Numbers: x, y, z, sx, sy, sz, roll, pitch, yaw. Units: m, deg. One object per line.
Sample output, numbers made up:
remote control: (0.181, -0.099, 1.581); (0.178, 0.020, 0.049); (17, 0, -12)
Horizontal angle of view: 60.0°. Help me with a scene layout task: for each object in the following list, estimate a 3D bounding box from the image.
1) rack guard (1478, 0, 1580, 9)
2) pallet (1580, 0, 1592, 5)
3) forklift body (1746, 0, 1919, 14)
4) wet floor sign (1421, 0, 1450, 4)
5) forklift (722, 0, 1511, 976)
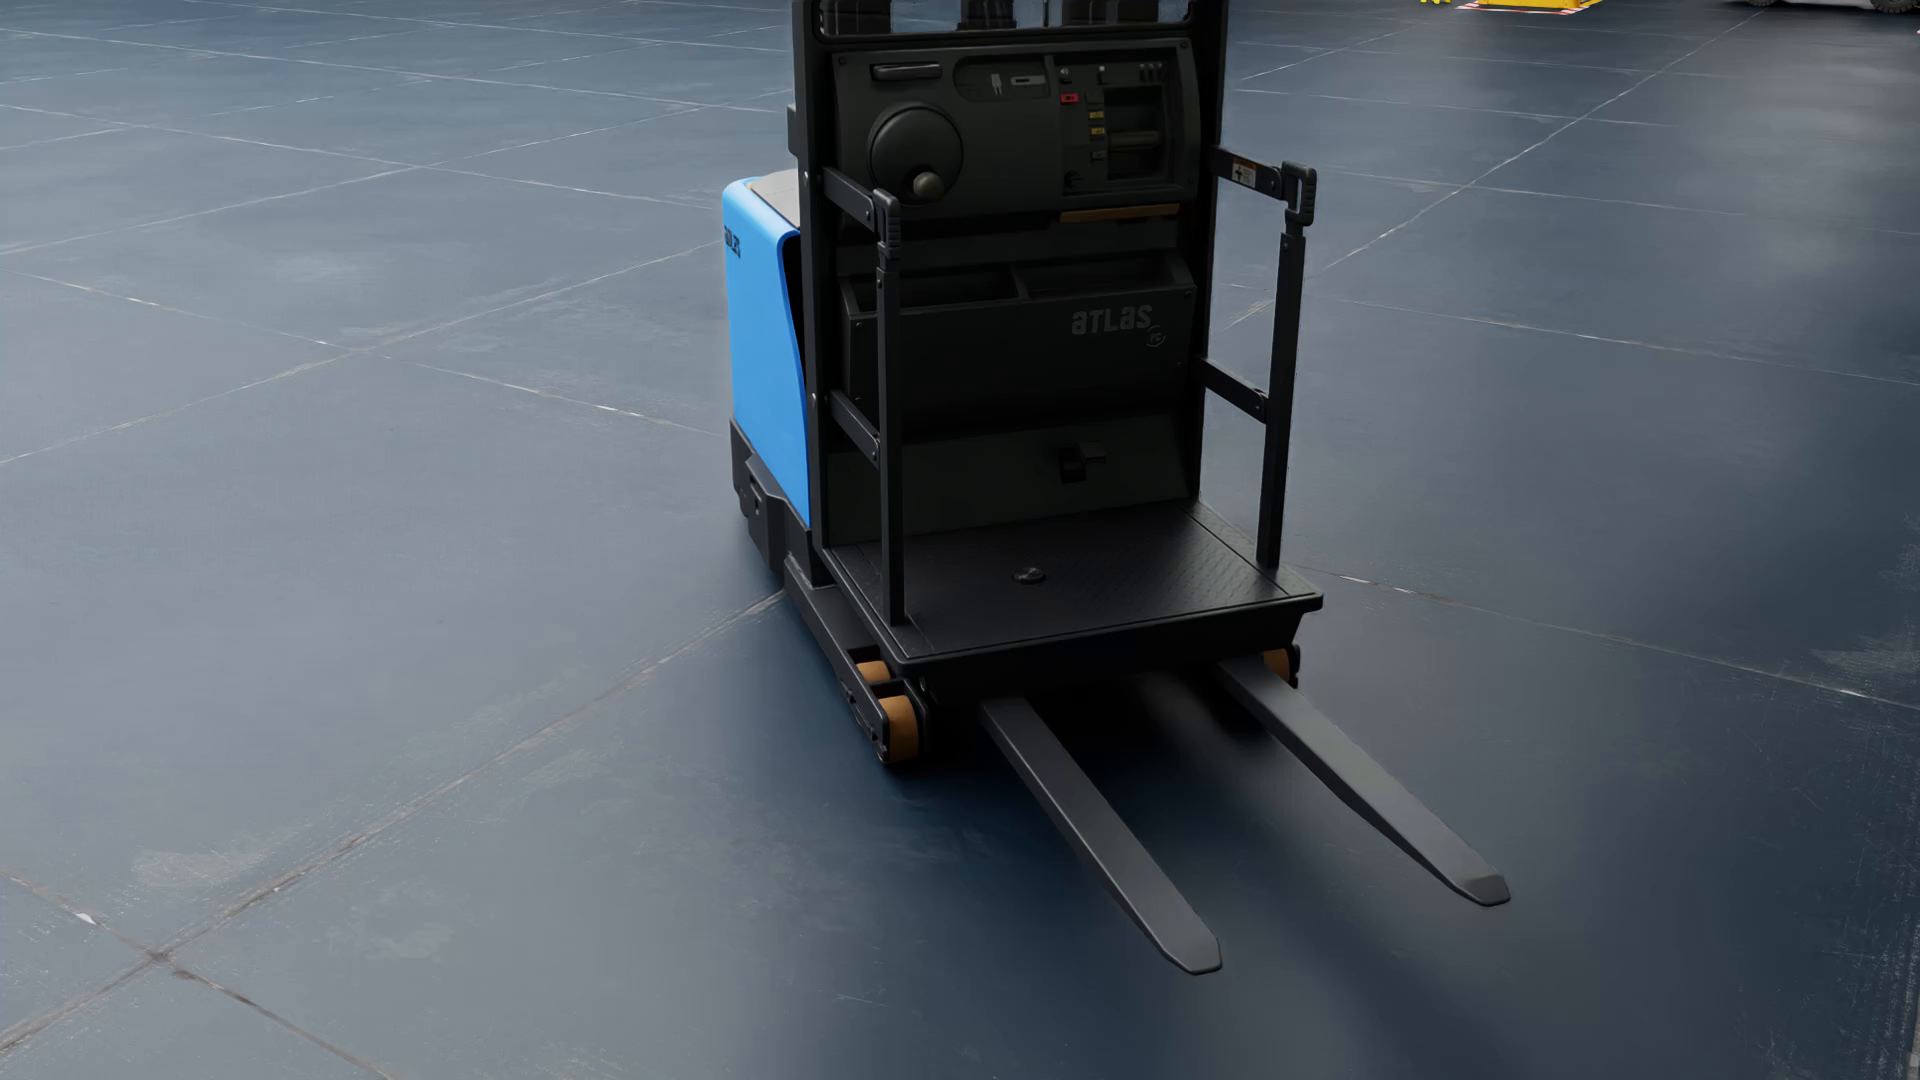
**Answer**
rack guard: (6.985, -6.806, 20.343); (1.175, 0.500, 0.348); (14, 27, 29)
pallet: (7.444, -6.940, 21.017); (1.003, 0.211, 1.213); (14, 27, 29)
forklift body: (10.615, -7.522, 19.917); (2.313, 2.155, 1.214); (14, 27, 29)
wet floor sign: (5.936, -7.007, 20.625); (0.232, 0.644, 0.267); (-17, 29, -35)
forklift: (0.222, -0.988, 3.843); (1.130, 2.935, 3.031); (-8, 25, -18)
